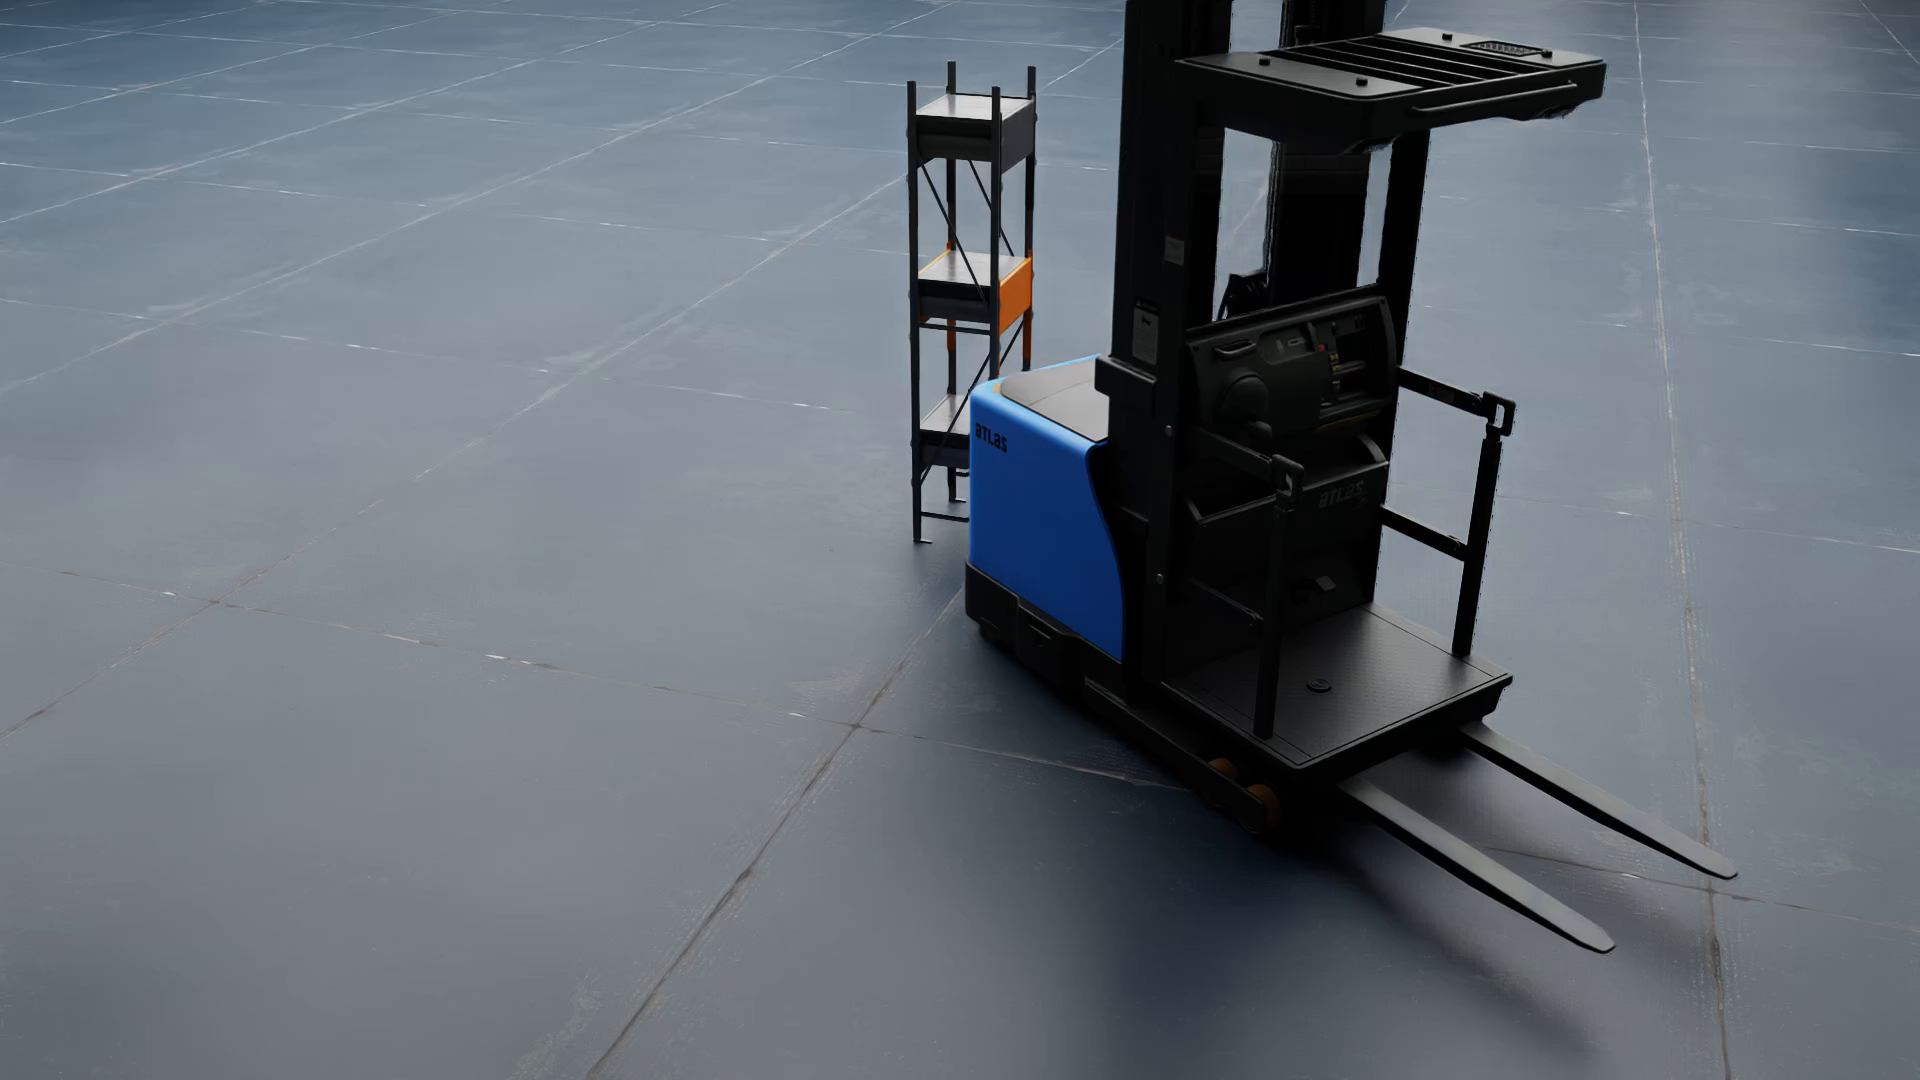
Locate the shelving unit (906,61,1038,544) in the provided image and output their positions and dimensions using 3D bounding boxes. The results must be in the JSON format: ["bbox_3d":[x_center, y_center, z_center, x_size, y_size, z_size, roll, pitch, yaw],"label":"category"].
[{"bbox_3d":[0.055,-1.013,7.433,0.431,2.100,0.503,9,27,17],"label":"shelving unit"}]

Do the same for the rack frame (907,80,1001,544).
[{"bbox_3d":[-0.026,-0.913,7.226,0.400,2.100,0.015,9,27,17],"label":"rack frame"}]

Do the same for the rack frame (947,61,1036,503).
[{"bbox_3d":[0.136,-1.113,7.640,0.400,2.100,0.015,9,27,17],"label":"rack frame"}]

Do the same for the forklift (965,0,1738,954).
[{"bbox_3d":[1.270,-0.556,5.534,1.130,2.935,3.031,-17,30,-31],"label":"forklift"}]

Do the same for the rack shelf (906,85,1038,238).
[{"bbox_3d":[0.055,-1.631,7.134,0.431,0.518,0.480,9,27,17],"label":"rack shelf"}]

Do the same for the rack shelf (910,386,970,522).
[{"bbox_3d":[0.055,-0.371,7.744,0.431,0.518,0.480,9,27,17],"label":"rack shelf"}]

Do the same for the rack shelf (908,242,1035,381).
[{"bbox_3d":[0.055,-1.001,7.439,0.431,0.518,0.480,9,27,17],"label":"rack shelf"}]
